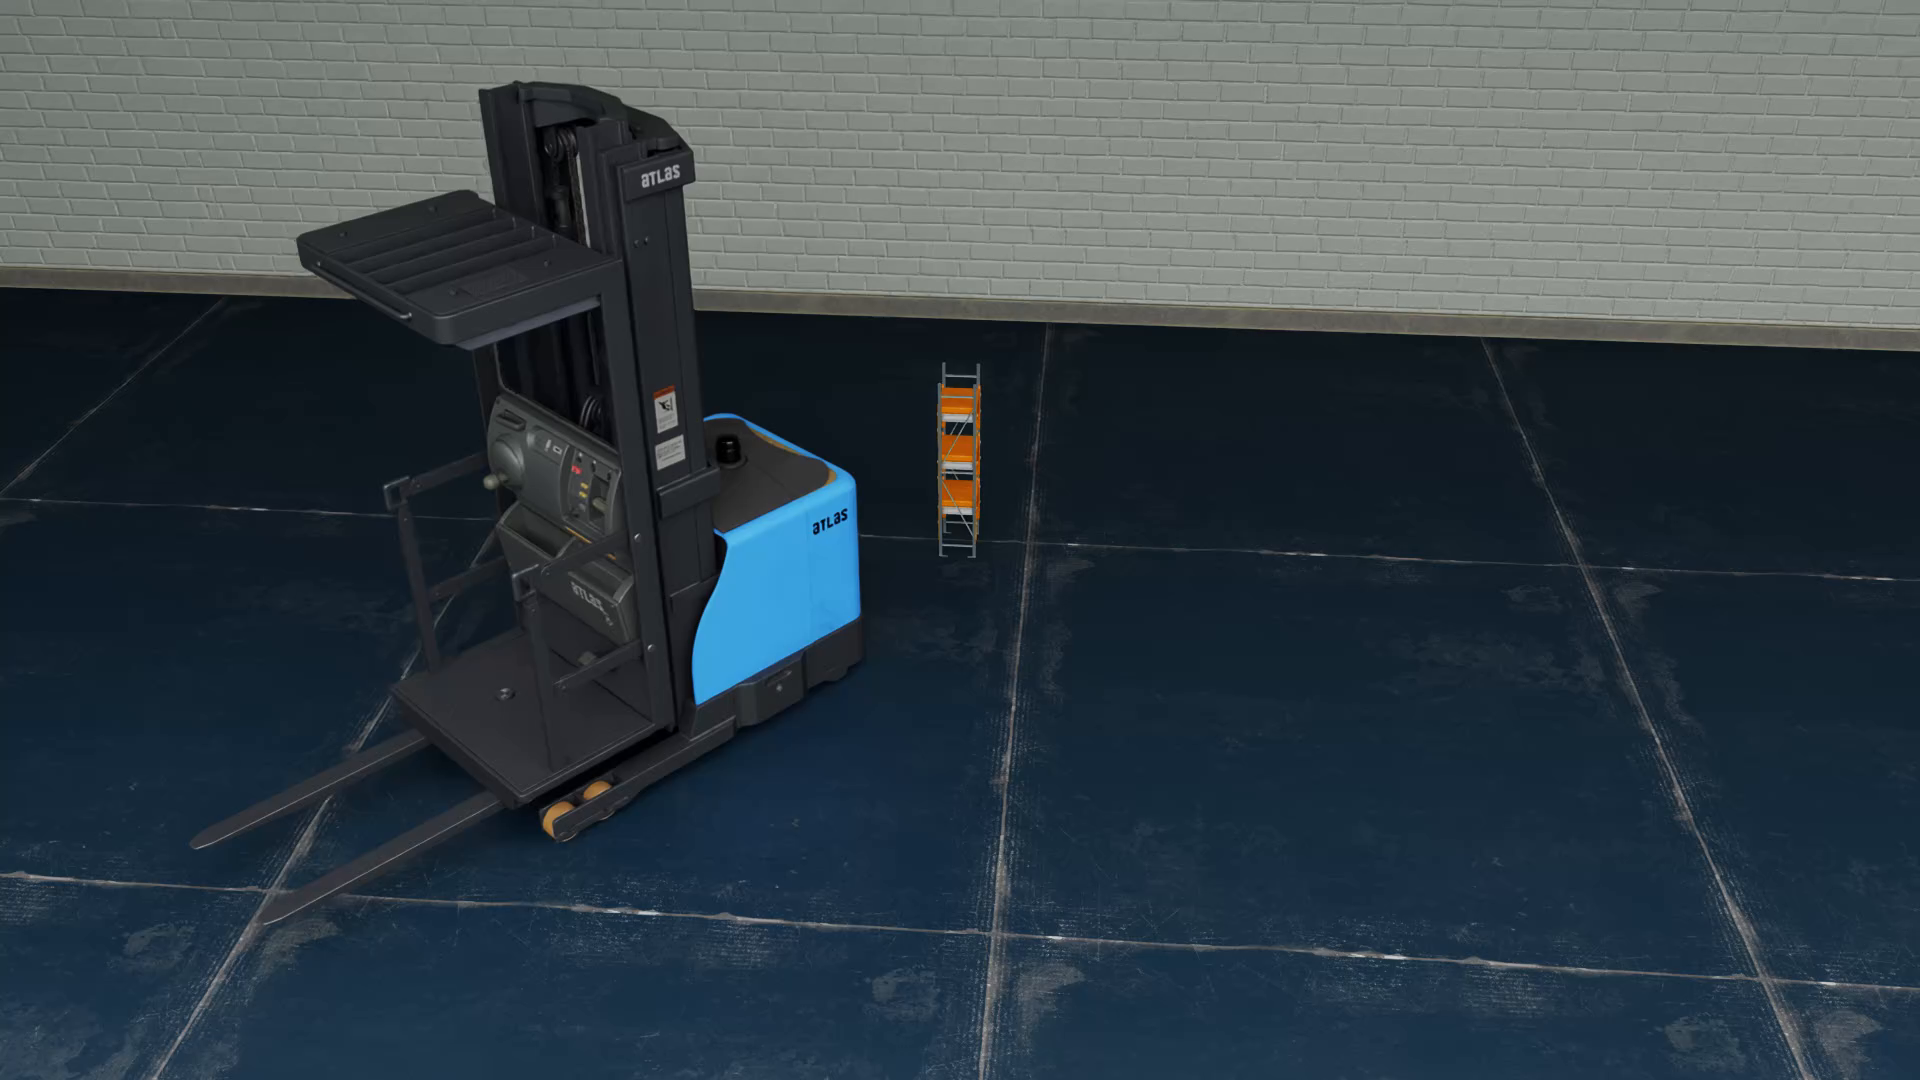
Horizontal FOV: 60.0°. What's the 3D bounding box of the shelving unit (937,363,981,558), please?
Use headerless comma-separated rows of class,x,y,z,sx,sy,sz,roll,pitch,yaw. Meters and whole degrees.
shelving unit,-0.004,-0.419,8.929,0.215,1.050,0.252,2,32,4

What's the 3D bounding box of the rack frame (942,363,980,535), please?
rack frame,0.006,-0.483,9.033,0.200,1.050,0.008,2,32,4

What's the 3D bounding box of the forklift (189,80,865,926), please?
forklift,-1.860,-0.260,6.878,1.130,2.935,3.031,27,41,37

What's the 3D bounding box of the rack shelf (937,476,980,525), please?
rack shelf,-0.004,-0.173,9.081,0.215,0.259,0.240,2,32,4

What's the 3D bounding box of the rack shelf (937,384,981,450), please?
rack shelf,-0.004,-0.652,8.786,0.215,0.259,0.240,2,32,4

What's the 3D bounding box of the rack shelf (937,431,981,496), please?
rack shelf,-0.004,-0.410,8.935,0.215,0.259,0.240,2,32,4

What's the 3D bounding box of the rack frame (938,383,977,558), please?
rack frame,-0.014,-0.355,8.826,0.200,1.050,0.008,2,32,4
